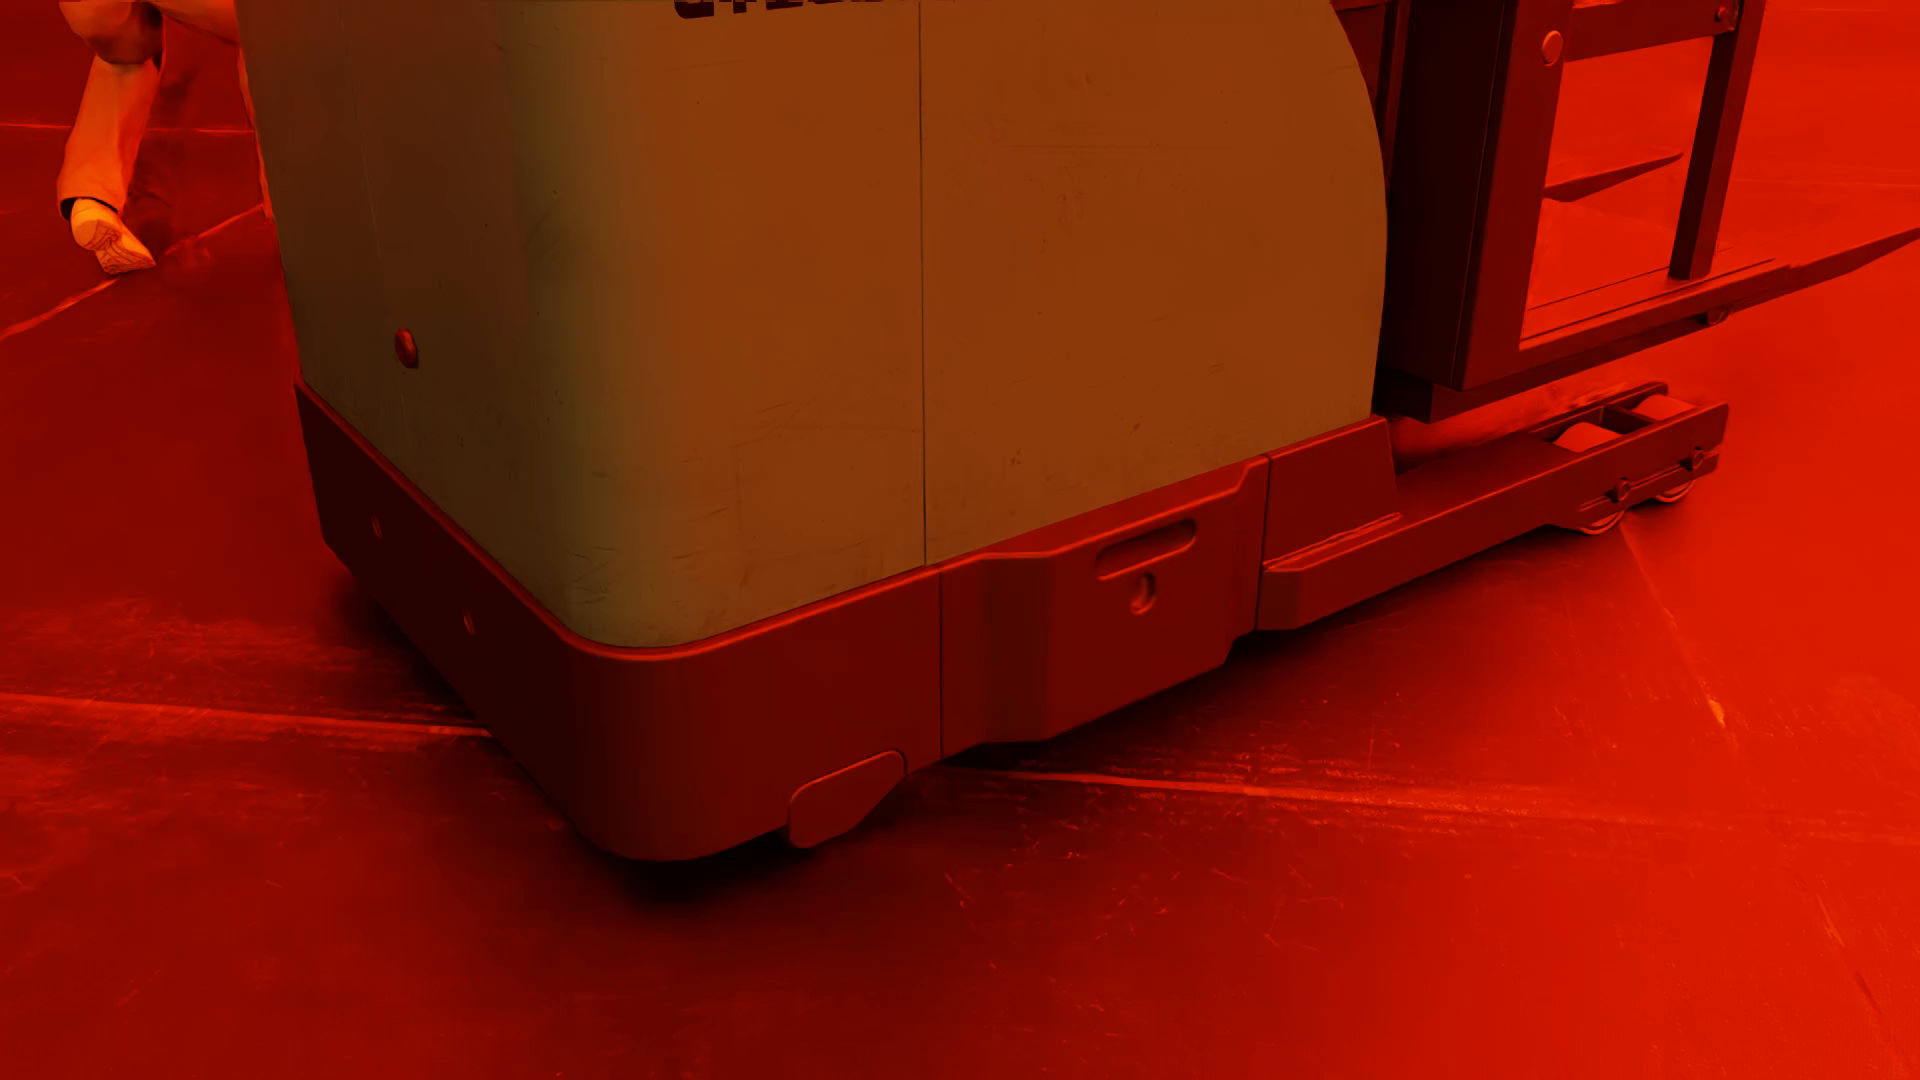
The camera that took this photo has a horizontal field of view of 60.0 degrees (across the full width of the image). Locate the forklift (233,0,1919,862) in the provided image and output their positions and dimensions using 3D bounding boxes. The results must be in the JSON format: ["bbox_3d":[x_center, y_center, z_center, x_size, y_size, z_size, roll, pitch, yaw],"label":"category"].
[{"bbox_3d":[0.583,-1.491,2.205,3.031,2.935,1.130,-18,32,-32],"label":"forklift"}]

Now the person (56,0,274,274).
[{"bbox_3d":[-1.620,-1.281,3.522,0.697,1.397,0.838,0,27,0],"label":"person"}]
